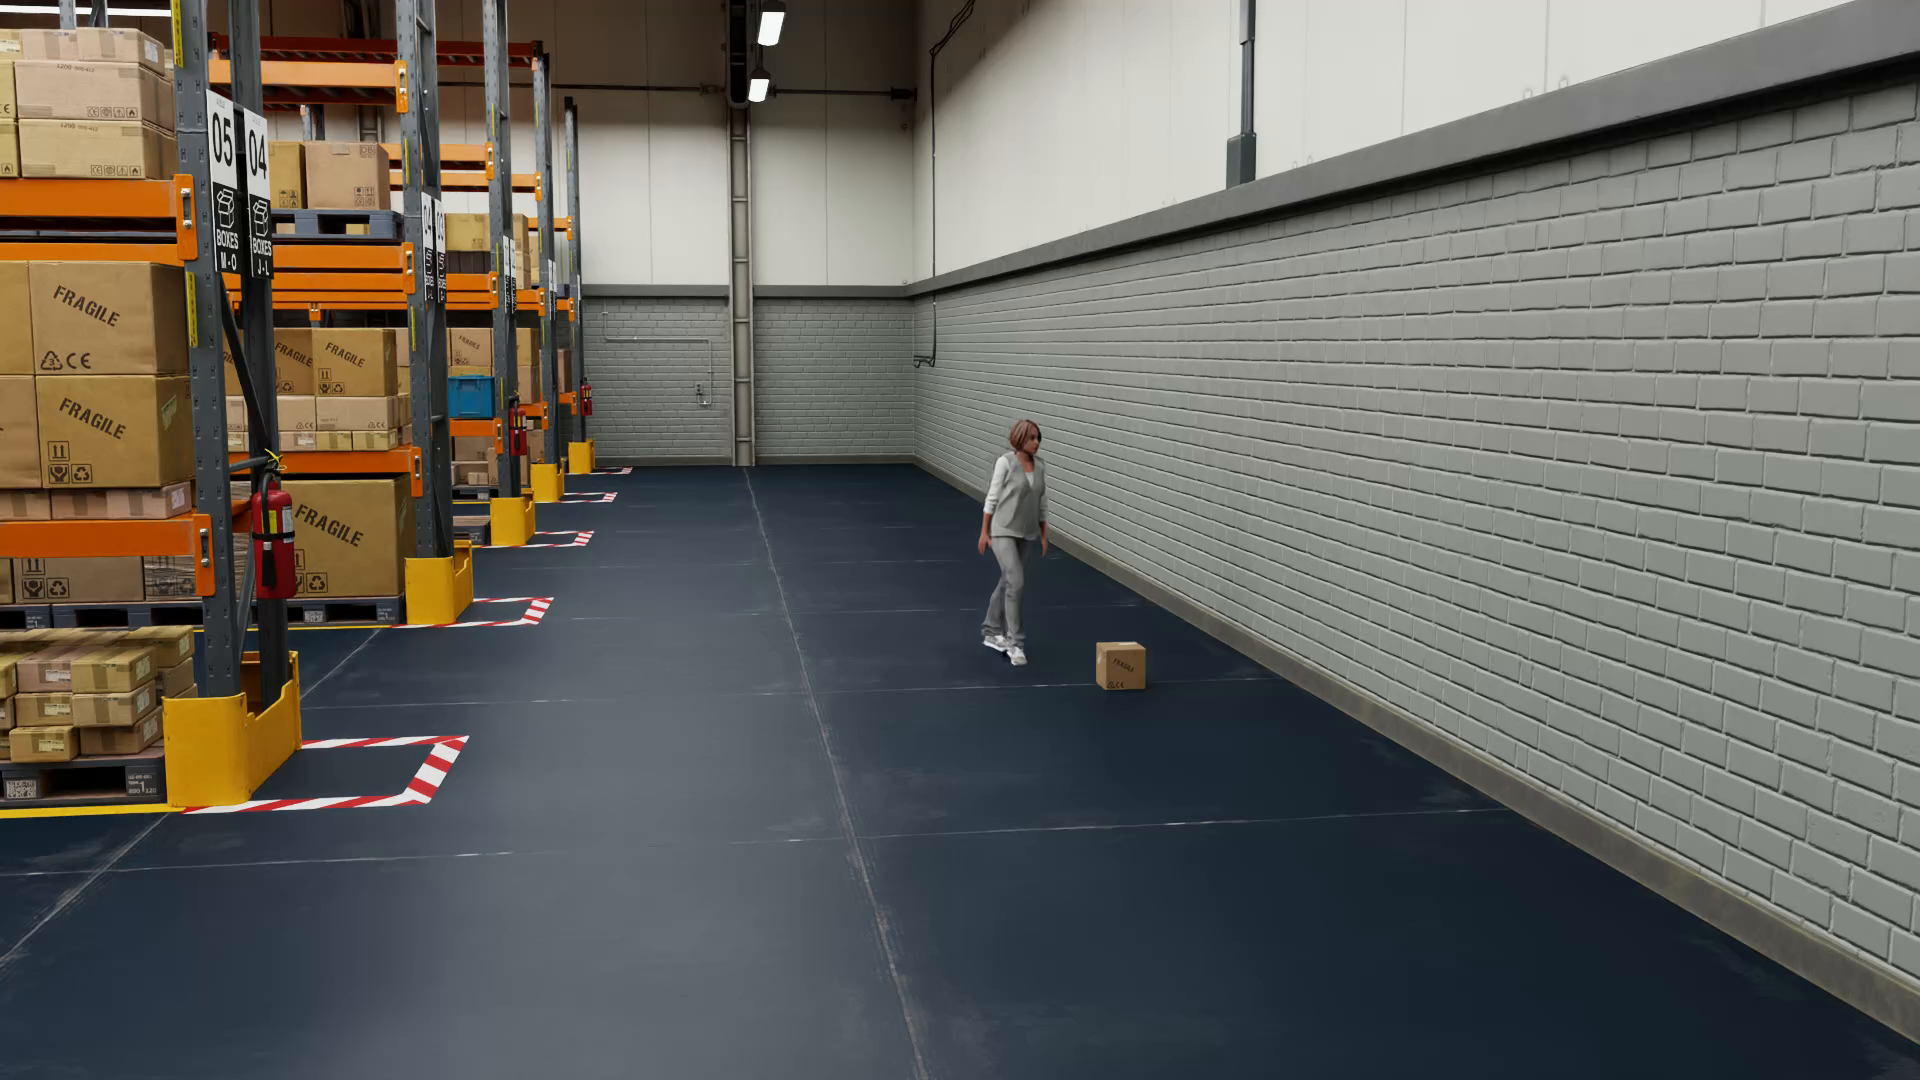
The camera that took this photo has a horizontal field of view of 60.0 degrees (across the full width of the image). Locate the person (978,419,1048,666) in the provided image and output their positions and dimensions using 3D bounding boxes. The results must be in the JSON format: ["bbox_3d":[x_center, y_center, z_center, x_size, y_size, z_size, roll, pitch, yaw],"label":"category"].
[{"bbox_3d":[0.361,0.002,11.096,0.443,1.620,0.601,-5,9,-39],"label":"person"}]
